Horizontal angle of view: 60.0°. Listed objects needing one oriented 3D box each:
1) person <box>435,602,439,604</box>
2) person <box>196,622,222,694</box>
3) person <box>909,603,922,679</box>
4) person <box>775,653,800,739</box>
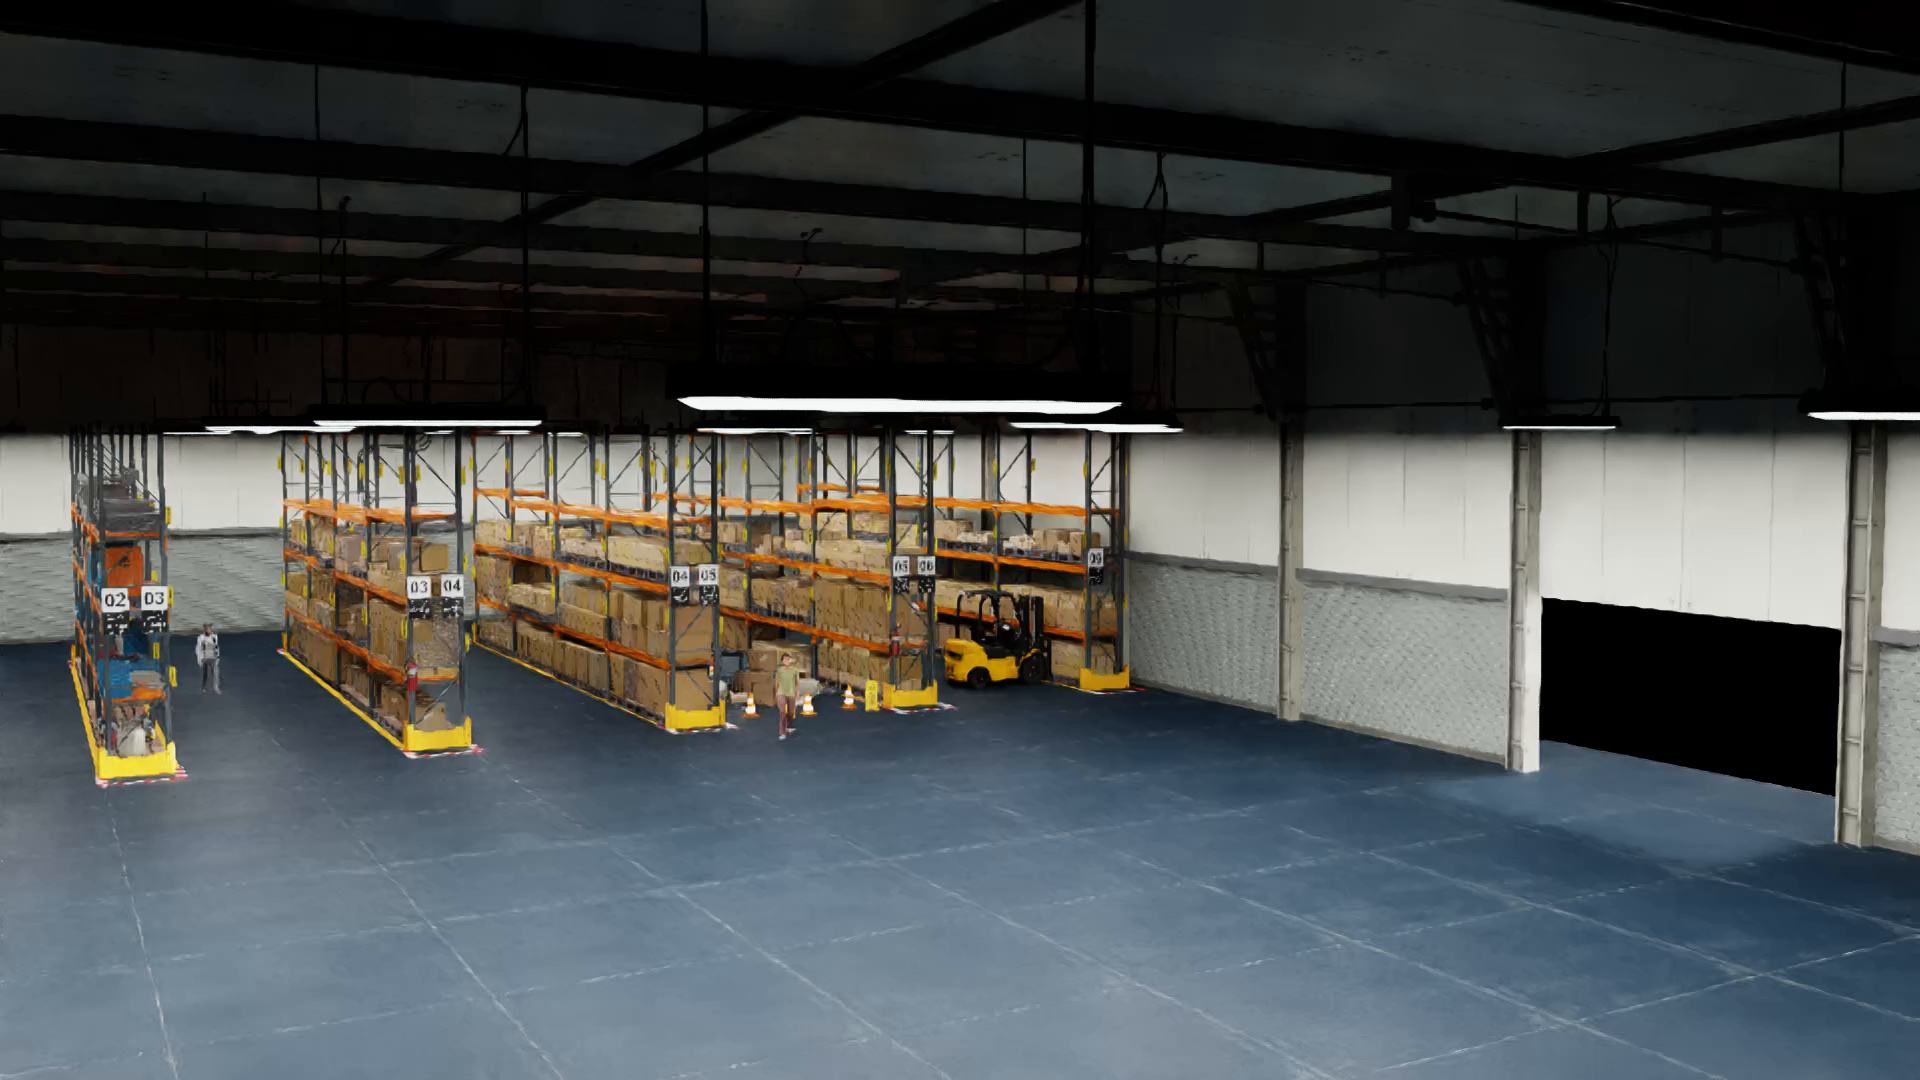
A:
[{"bbox_3d":[-15.153,1.920,47.552,0.566,1.706,1.122,-2,4,-27],"label":"person"},{"bbox_3d":[-16.761,2.613,37.066,0.498,1.582,1.075,-2,4,-32],"label":"person"},{"bbox_3d":[-1.138,2.379,39.388,0.494,1.786,0.606,0,4,0],"label":"person"},{"bbox_3d":[-3.290,2.946,31.718,0.468,1.621,0.926,-1,4,-13],"label":"person"}]
